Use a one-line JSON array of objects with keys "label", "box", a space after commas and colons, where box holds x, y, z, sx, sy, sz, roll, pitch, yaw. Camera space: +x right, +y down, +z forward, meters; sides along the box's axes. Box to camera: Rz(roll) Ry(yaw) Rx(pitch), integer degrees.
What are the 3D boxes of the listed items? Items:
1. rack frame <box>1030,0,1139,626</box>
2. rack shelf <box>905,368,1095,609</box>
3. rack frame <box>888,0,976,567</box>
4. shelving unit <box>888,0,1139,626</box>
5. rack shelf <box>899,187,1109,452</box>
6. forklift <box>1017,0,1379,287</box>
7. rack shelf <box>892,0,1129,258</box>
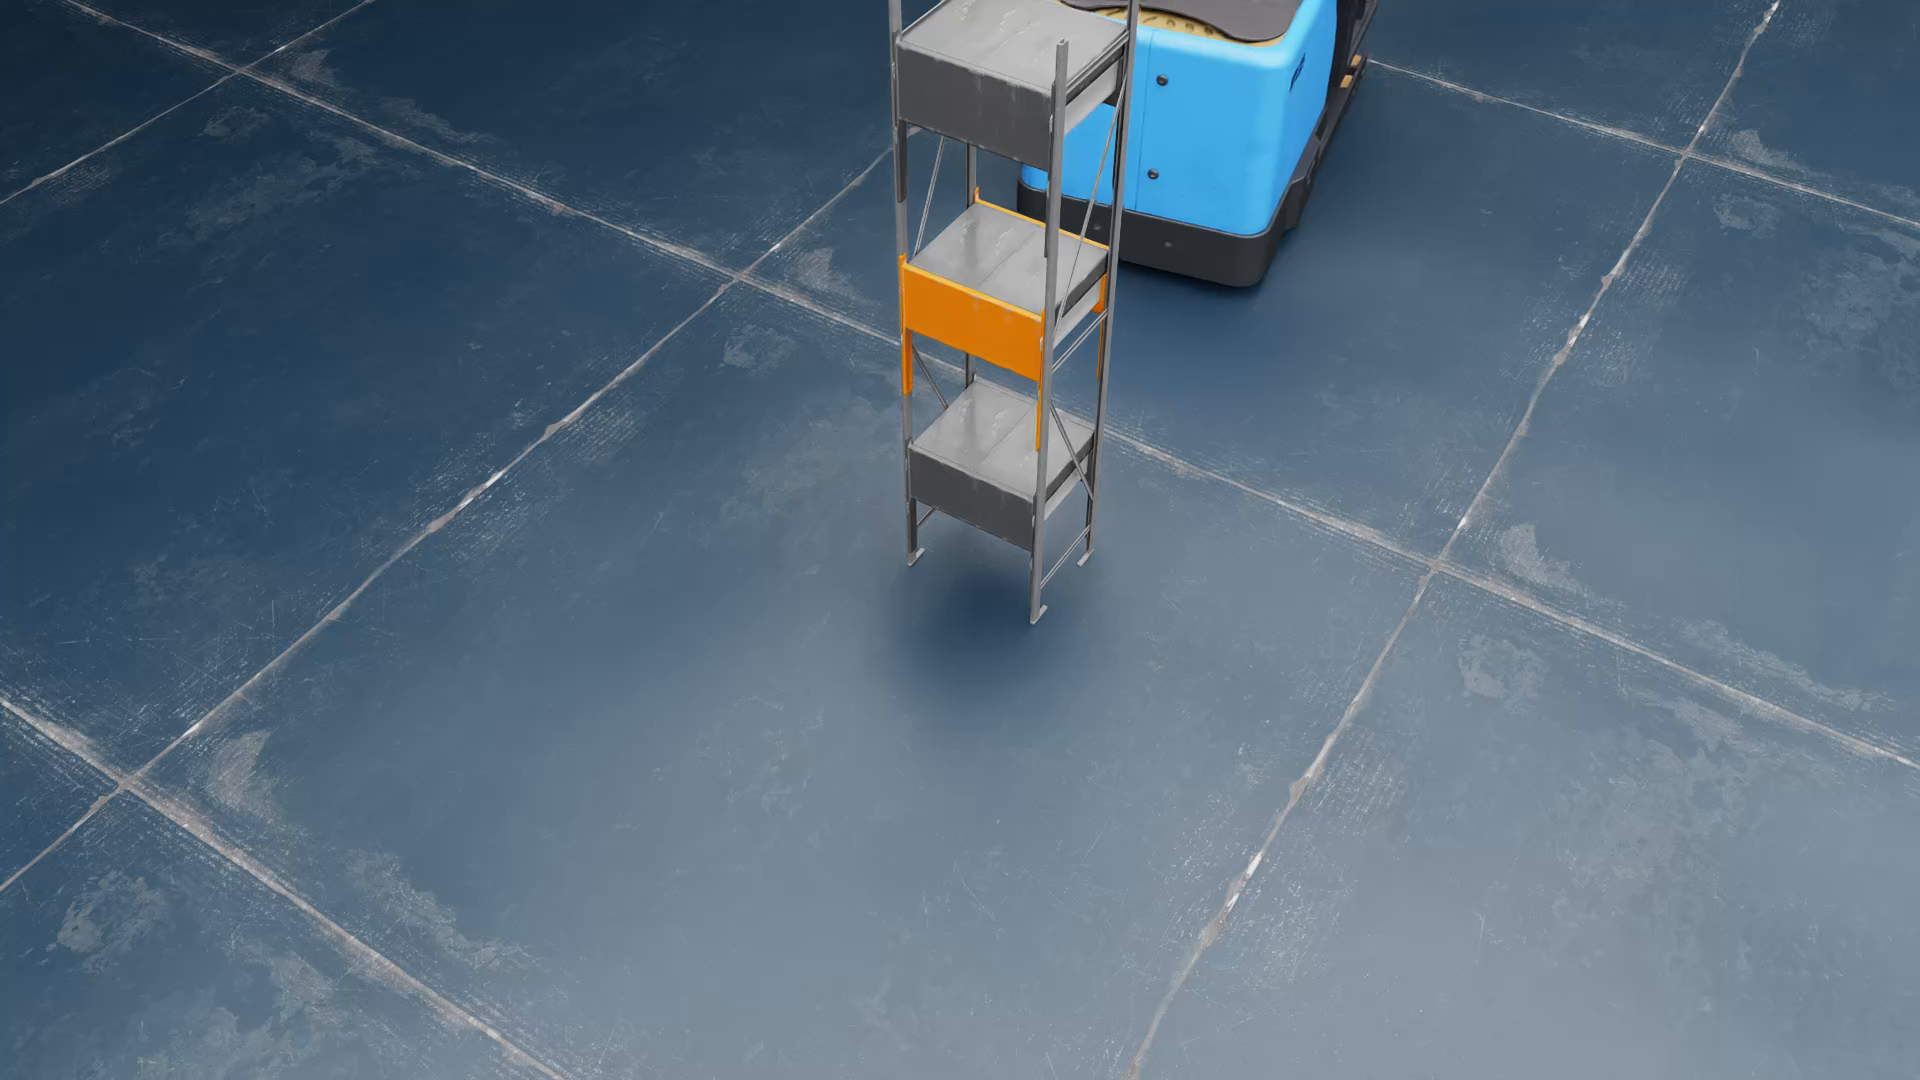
[{"label": "rack frame", "box": [0.345, -0.573, 4.843, 0.015, 2.100, 0.400, 25, 51, 22]}, {"label": "rack shelf", "box": [0.139, -0.170, 5.446, 0.480, 0.518, 0.431, 25, 51, 22]}, {"label": "rack frame", "box": [-0.066, -0.762, 5.026, 0.015, 2.100, 0.400, 25, 51, 22]}, {"label": "shelving unit", "box": [0.139, -0.668, 4.935, 0.503, 2.100, 0.431, 25, 51, 22]}, {"label": "rack shelf", "box": [0.139, -0.658, 4.944, 0.480, 0.518, 0.431, 25, 51, 22]}, {"label": "forklift", "box": [1.257, -3.104, 6.722, 1.130, 2.935, 3.031, 16, 48, 15]}, {"label": "rack shelf", "box": [0.139, -1.146, 4.442, 0.480, 0.518, 0.431, 25, 51, 22]}]
